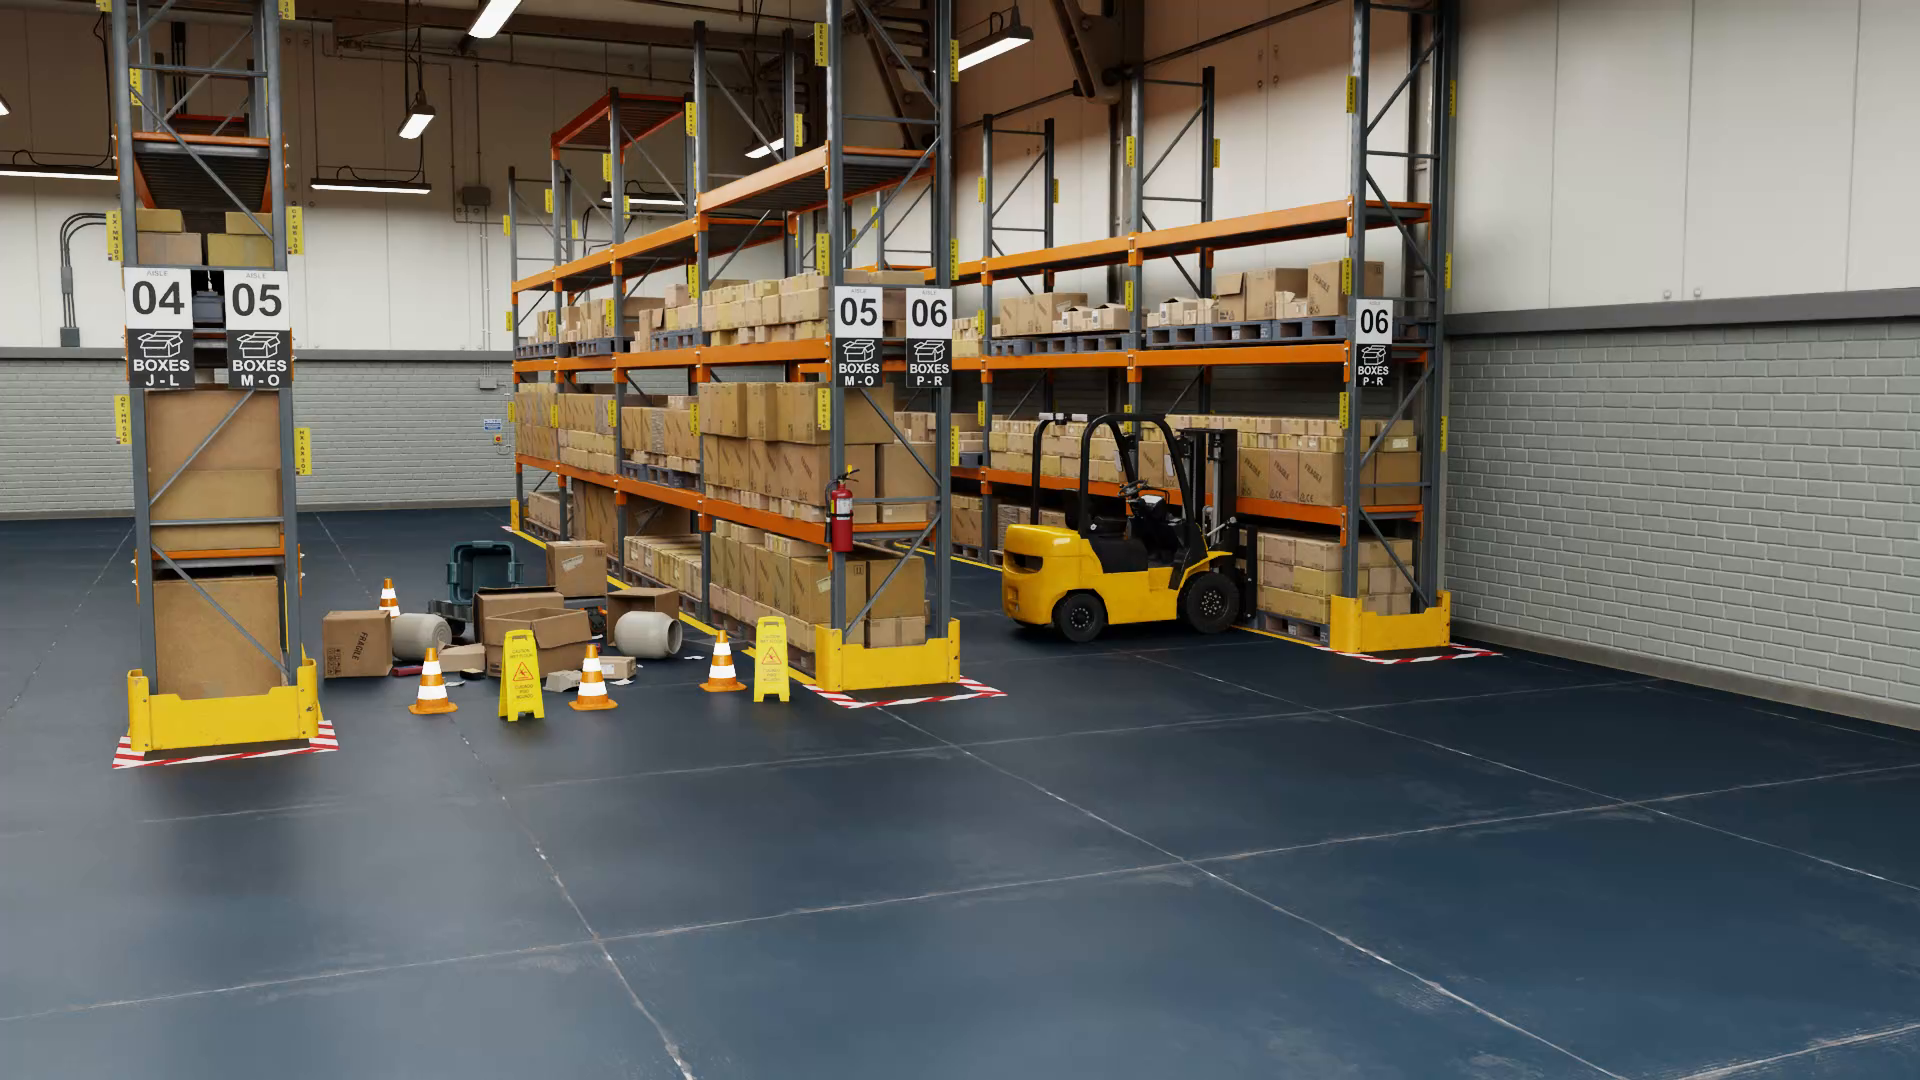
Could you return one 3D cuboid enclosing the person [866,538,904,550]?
[{"bbox_3d":[-0.897,-0.192,18.876,0.532,1.674,1.030,-3,6,-29],"label":"person"}]
